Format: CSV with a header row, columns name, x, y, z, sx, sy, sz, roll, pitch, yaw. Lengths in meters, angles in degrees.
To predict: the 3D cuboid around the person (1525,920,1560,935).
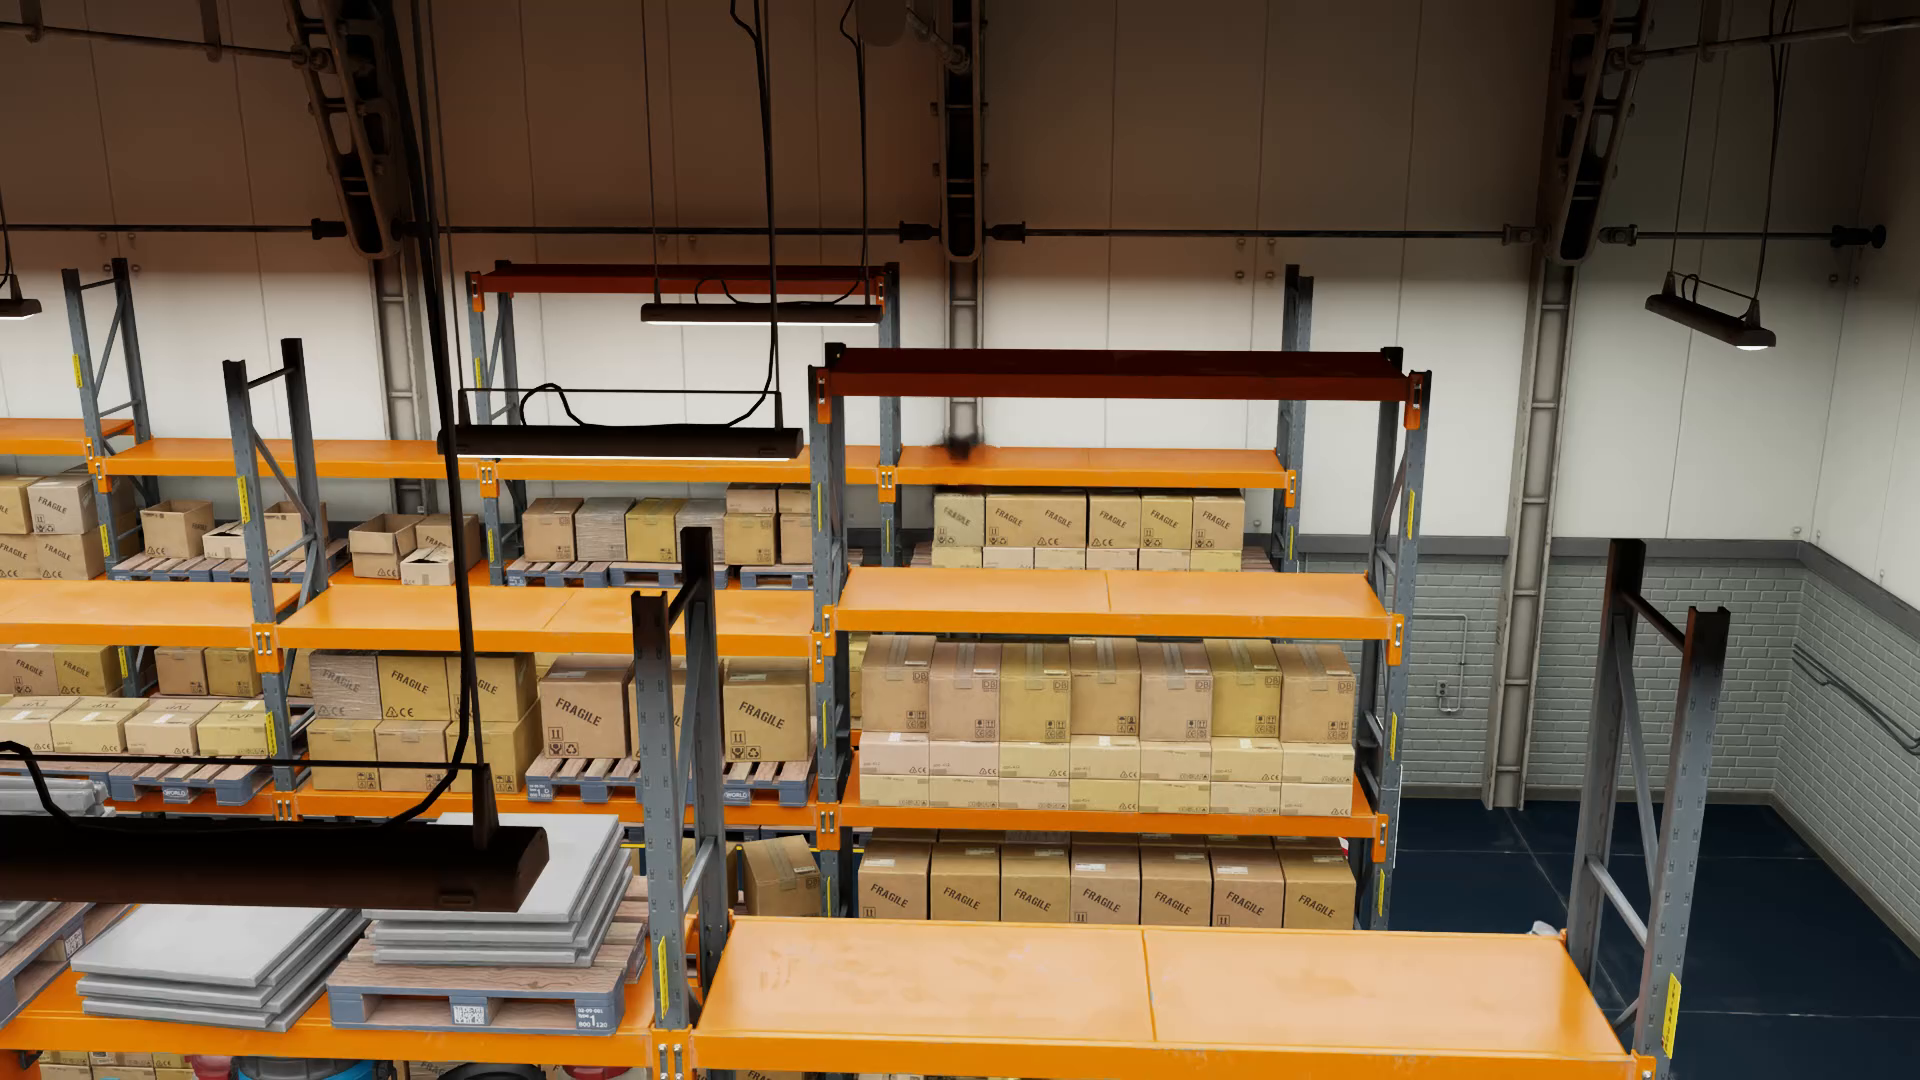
name,x,y,z,sx,sy,sz,roll,pitch,yaw
person,4.324,3.719,12.821,0.495,1.708,0.463,0,16,1
